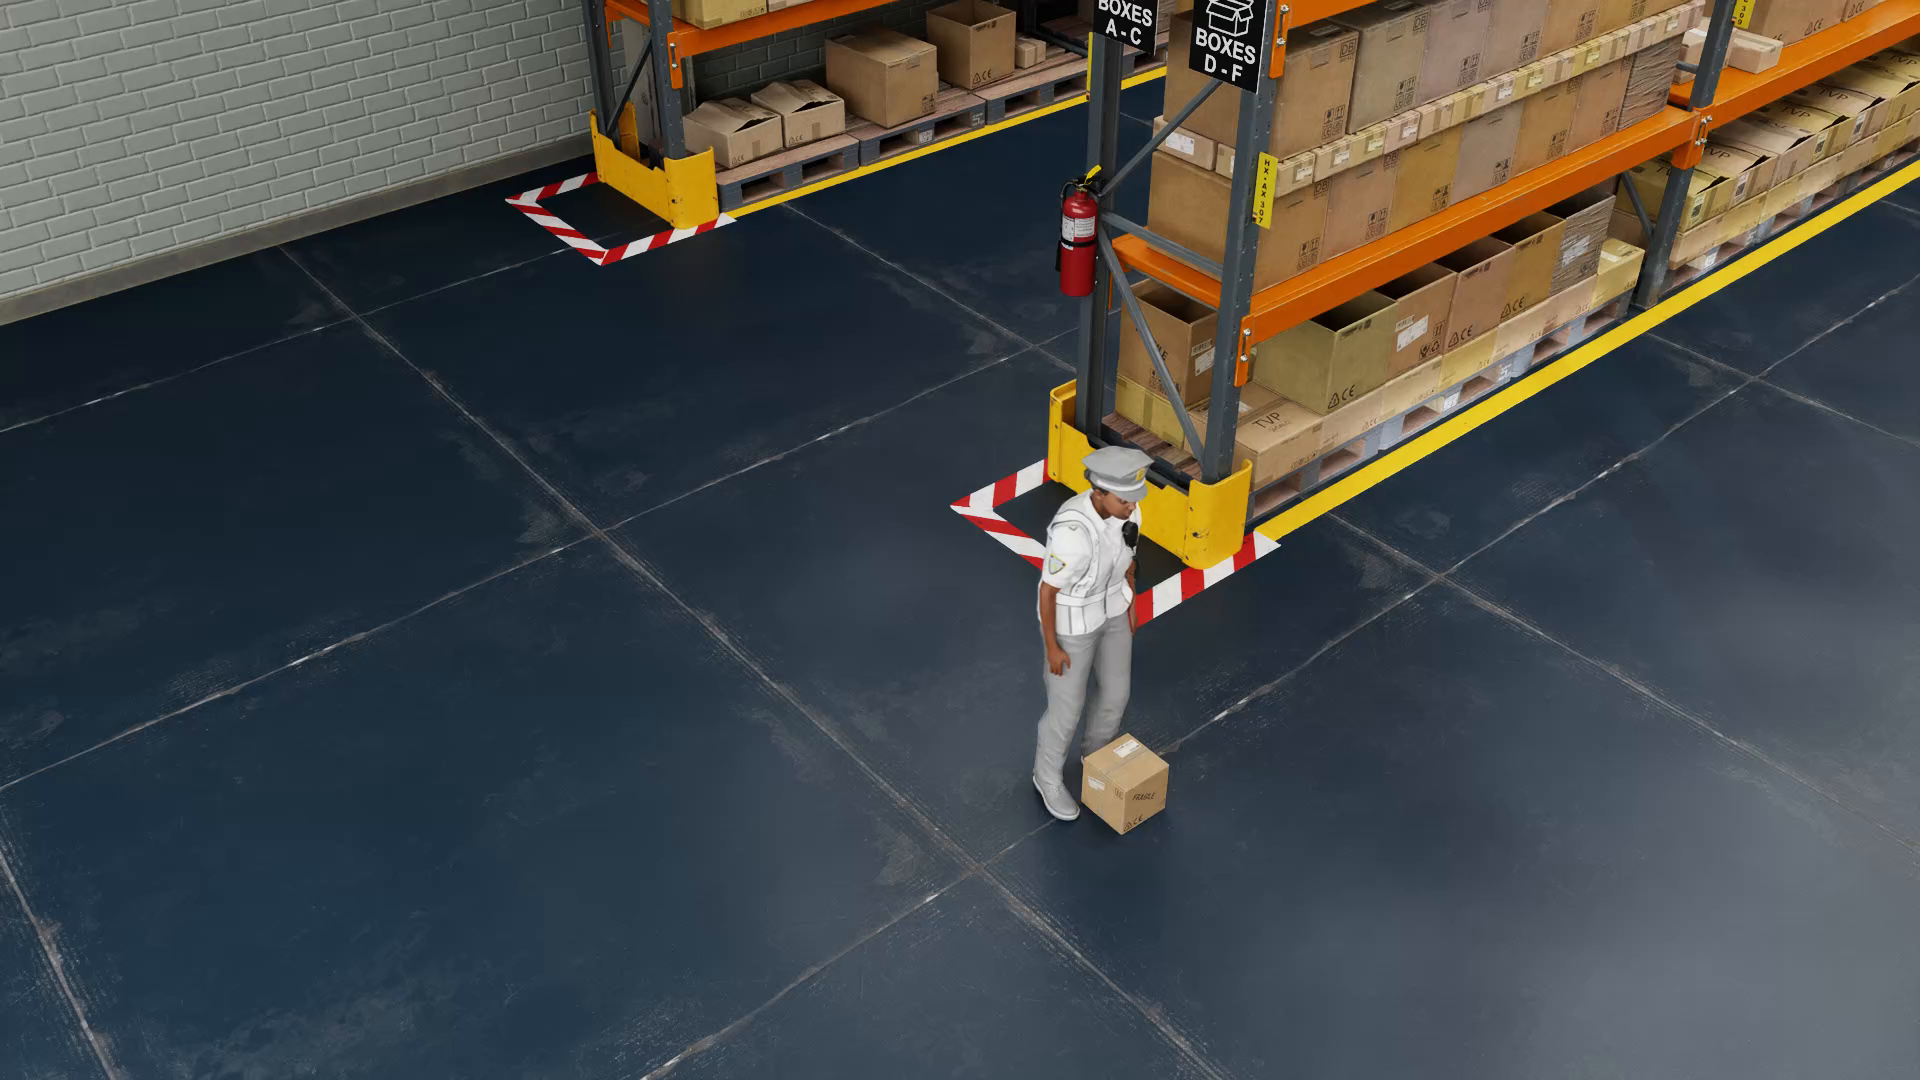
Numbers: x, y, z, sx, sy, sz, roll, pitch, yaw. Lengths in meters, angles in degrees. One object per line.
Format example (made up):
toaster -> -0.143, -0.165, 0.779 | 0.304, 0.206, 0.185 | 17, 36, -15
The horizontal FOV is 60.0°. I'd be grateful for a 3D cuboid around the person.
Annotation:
person -> 0.524, 0.347, 6.604 | 0.504, 1.657, 0.423 | -27, 44, -32
